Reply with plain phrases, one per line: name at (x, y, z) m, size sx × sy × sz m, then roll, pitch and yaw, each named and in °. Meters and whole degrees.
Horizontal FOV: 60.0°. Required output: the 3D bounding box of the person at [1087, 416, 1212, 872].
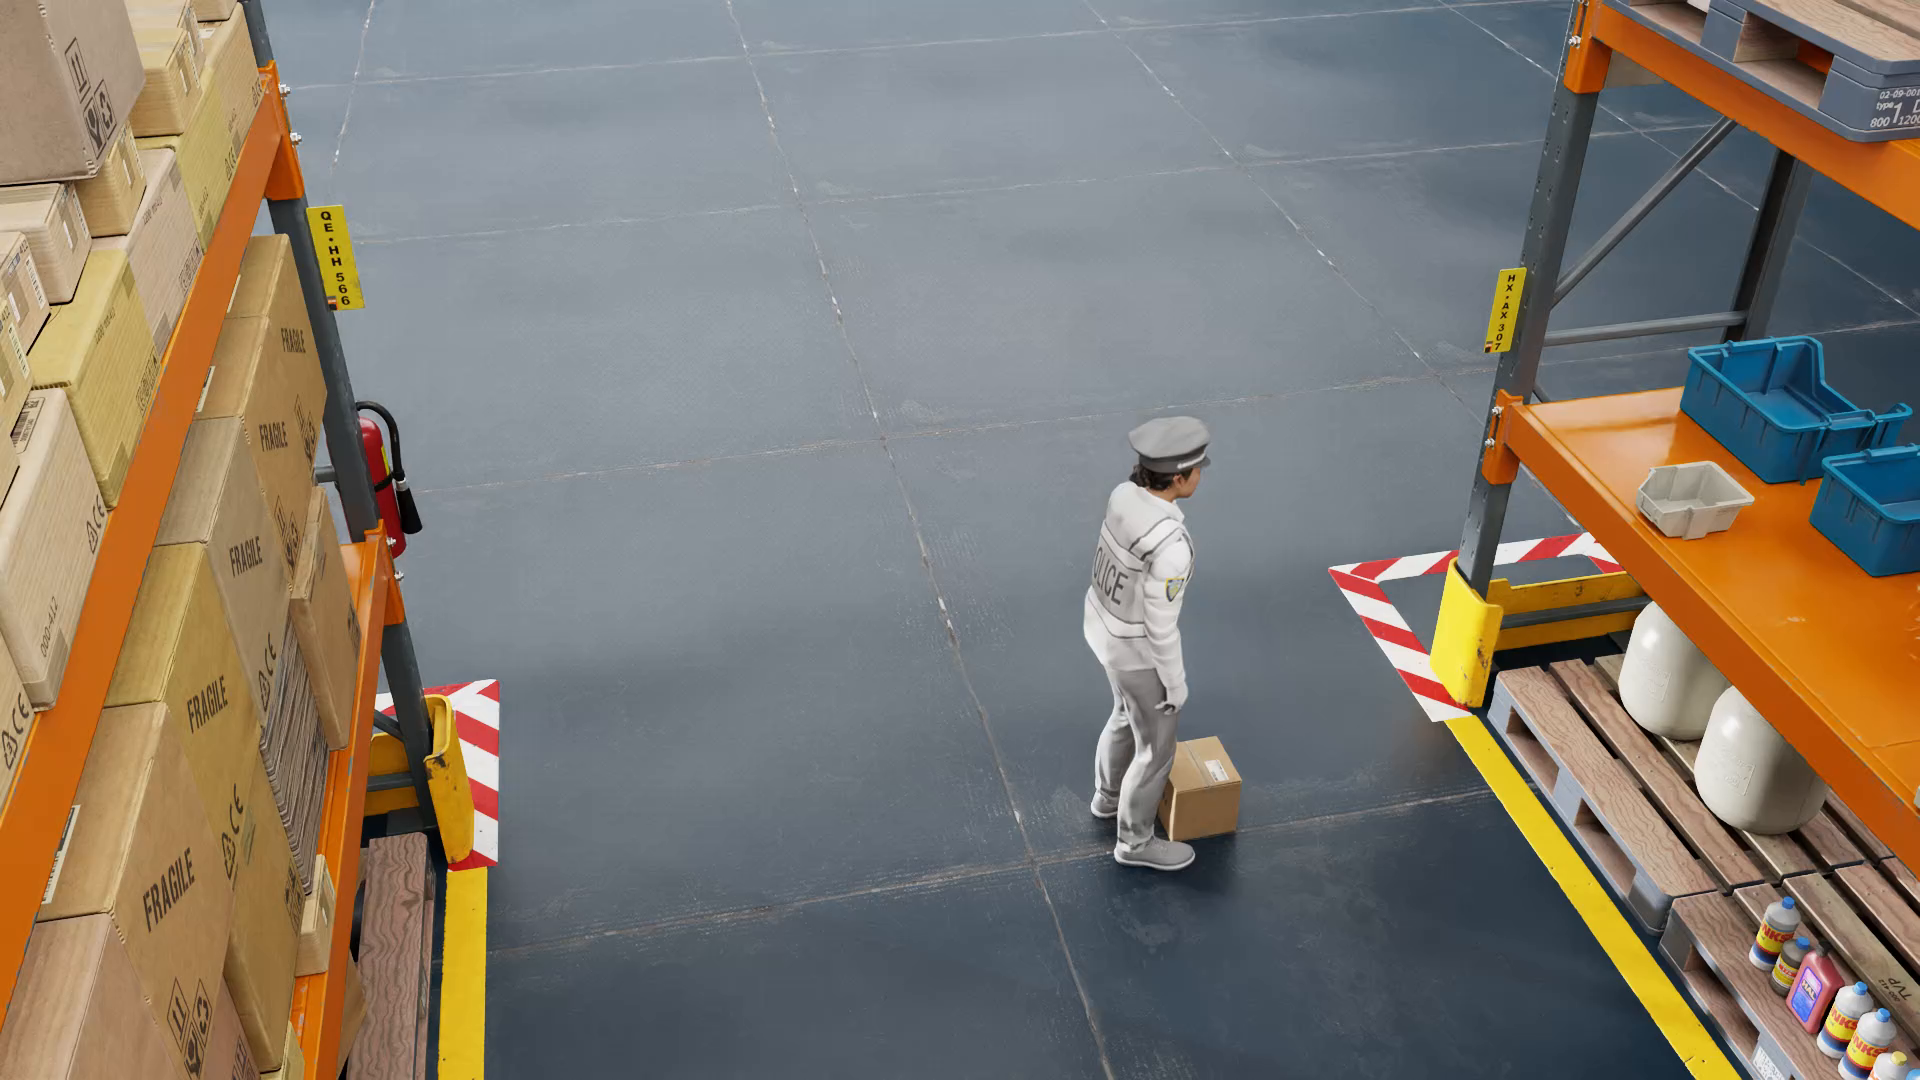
person at (0.619, 0.358, 5.621) m, size 0.373 × 1.662 × 0.538 m, roll -9°, pitch 36°, yaw -13°
